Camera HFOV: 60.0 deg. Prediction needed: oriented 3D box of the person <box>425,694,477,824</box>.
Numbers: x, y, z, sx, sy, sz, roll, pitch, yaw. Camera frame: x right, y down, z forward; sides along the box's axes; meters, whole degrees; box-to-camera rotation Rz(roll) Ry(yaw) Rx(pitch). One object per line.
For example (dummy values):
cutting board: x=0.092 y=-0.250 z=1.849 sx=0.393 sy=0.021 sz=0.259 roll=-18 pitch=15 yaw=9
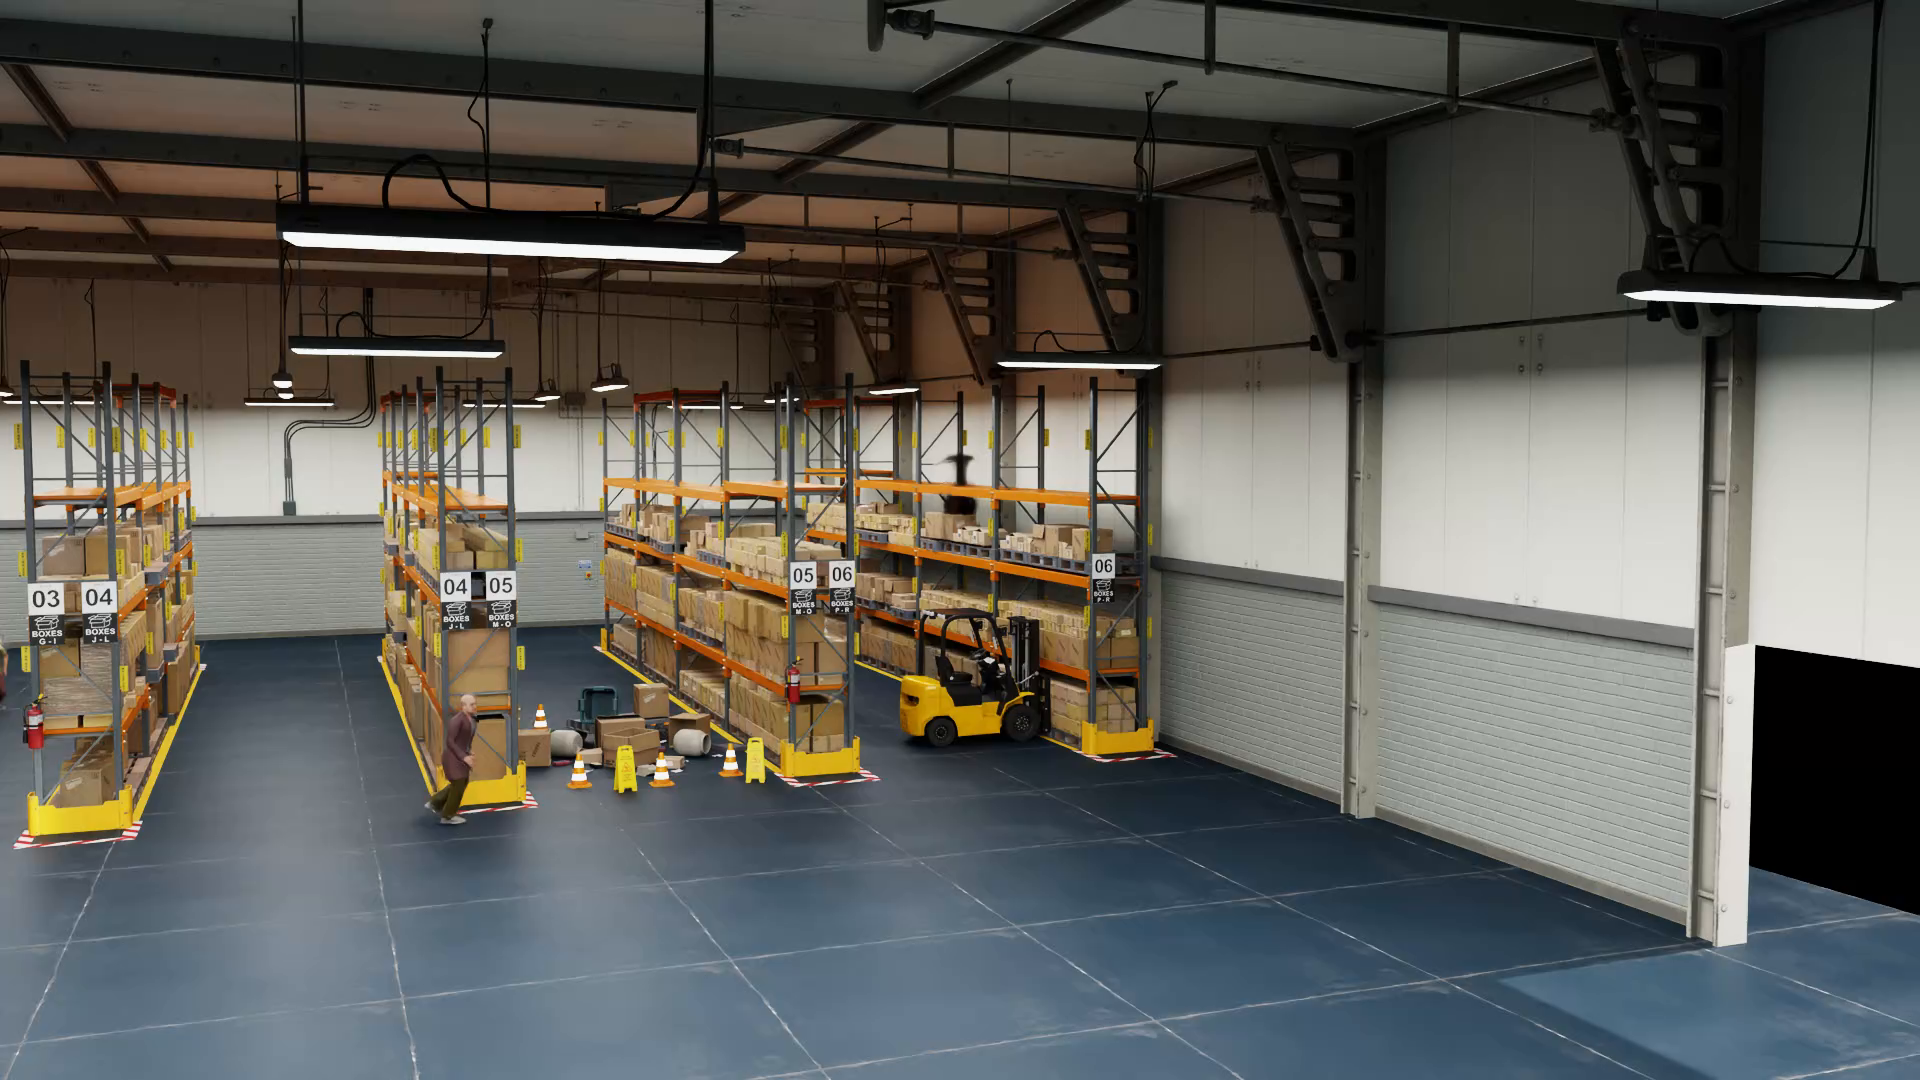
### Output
person: x=-6.620 y=2.844 z=21.620 sx=0.780 sy=1.704 sz=0.689 roll=0 pitch=3 yaw=4

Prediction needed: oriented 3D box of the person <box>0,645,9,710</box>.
person: x=-17.546 y=2.432 z=30.107 sx=0.554 sy=1.516 sz=0.816 roll=-3 pitch=5 yaw=-41
